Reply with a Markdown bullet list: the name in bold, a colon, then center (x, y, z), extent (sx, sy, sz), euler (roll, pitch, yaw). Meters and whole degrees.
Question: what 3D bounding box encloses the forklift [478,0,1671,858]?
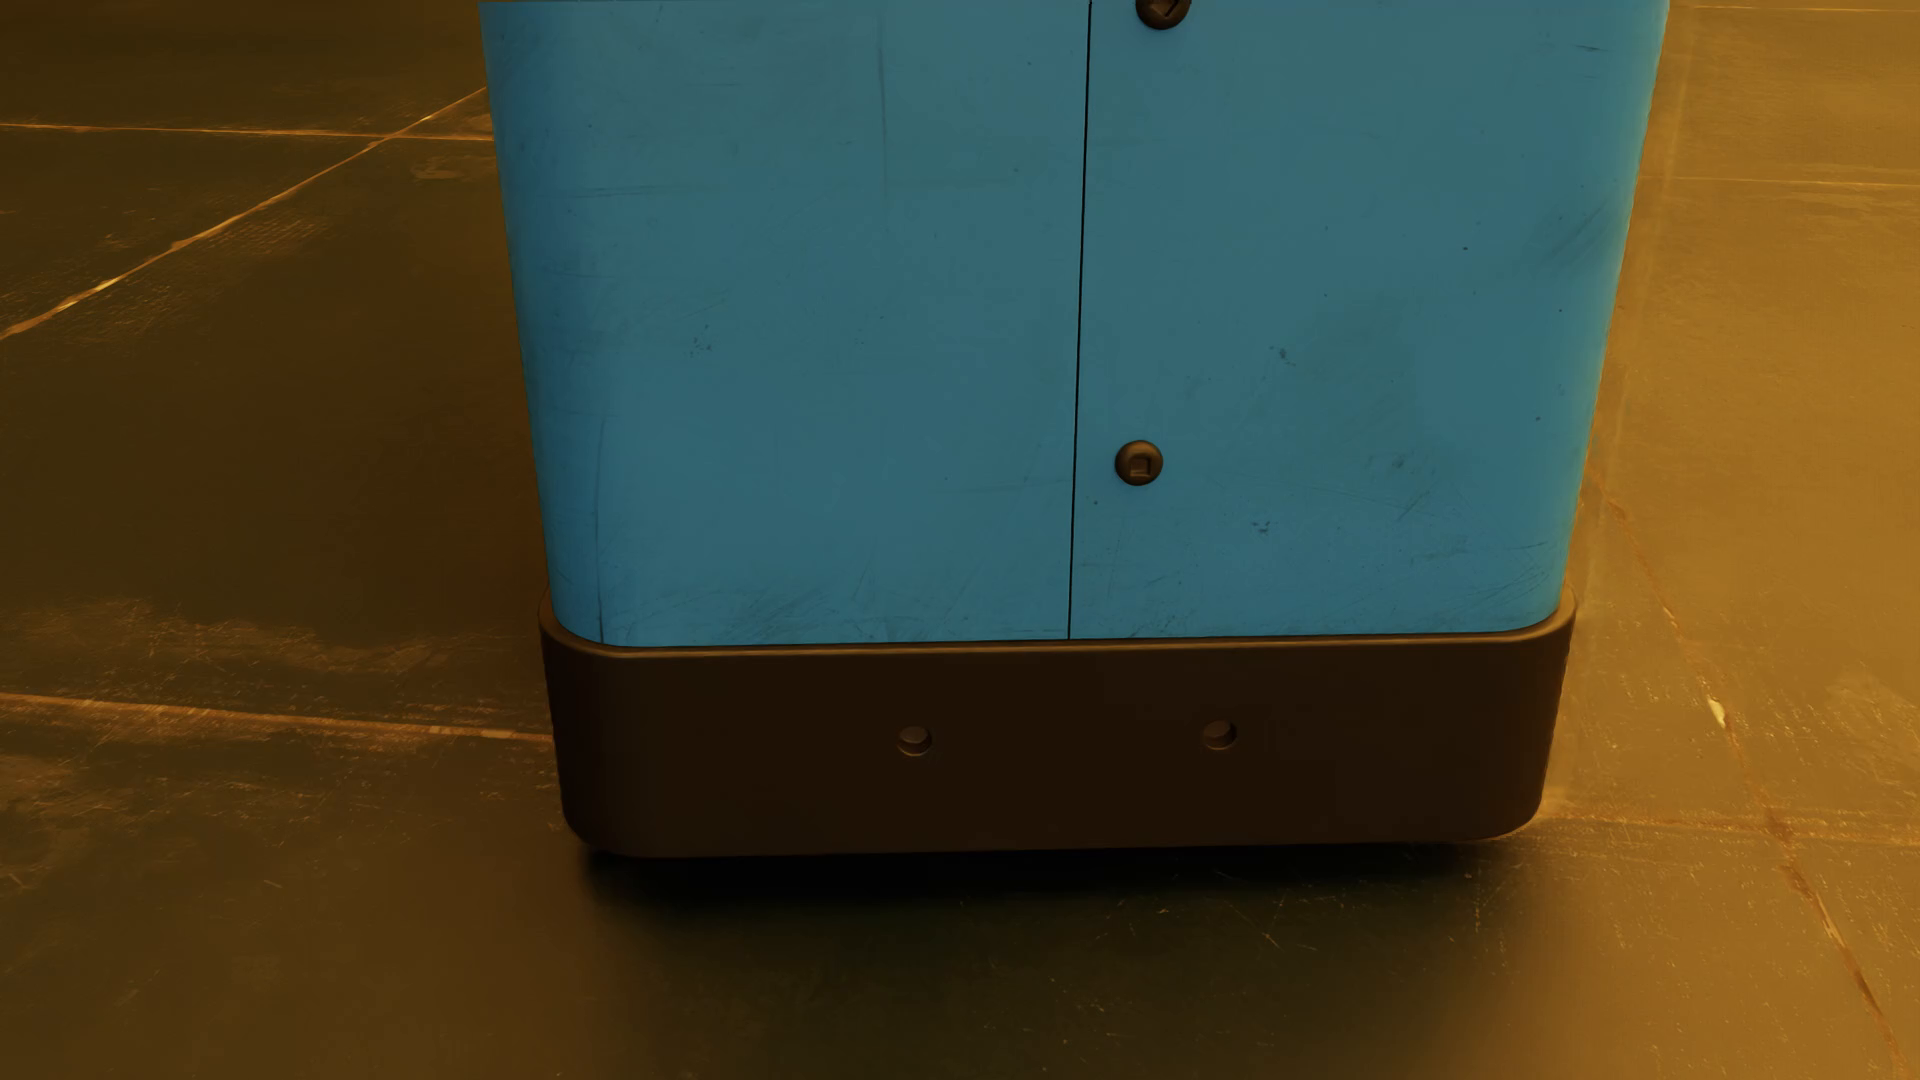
- **forklift**: center (0.053, -1.605, 2.434), extent (1.130, 2.935, 3.031), euler (-1, 27, -2)
